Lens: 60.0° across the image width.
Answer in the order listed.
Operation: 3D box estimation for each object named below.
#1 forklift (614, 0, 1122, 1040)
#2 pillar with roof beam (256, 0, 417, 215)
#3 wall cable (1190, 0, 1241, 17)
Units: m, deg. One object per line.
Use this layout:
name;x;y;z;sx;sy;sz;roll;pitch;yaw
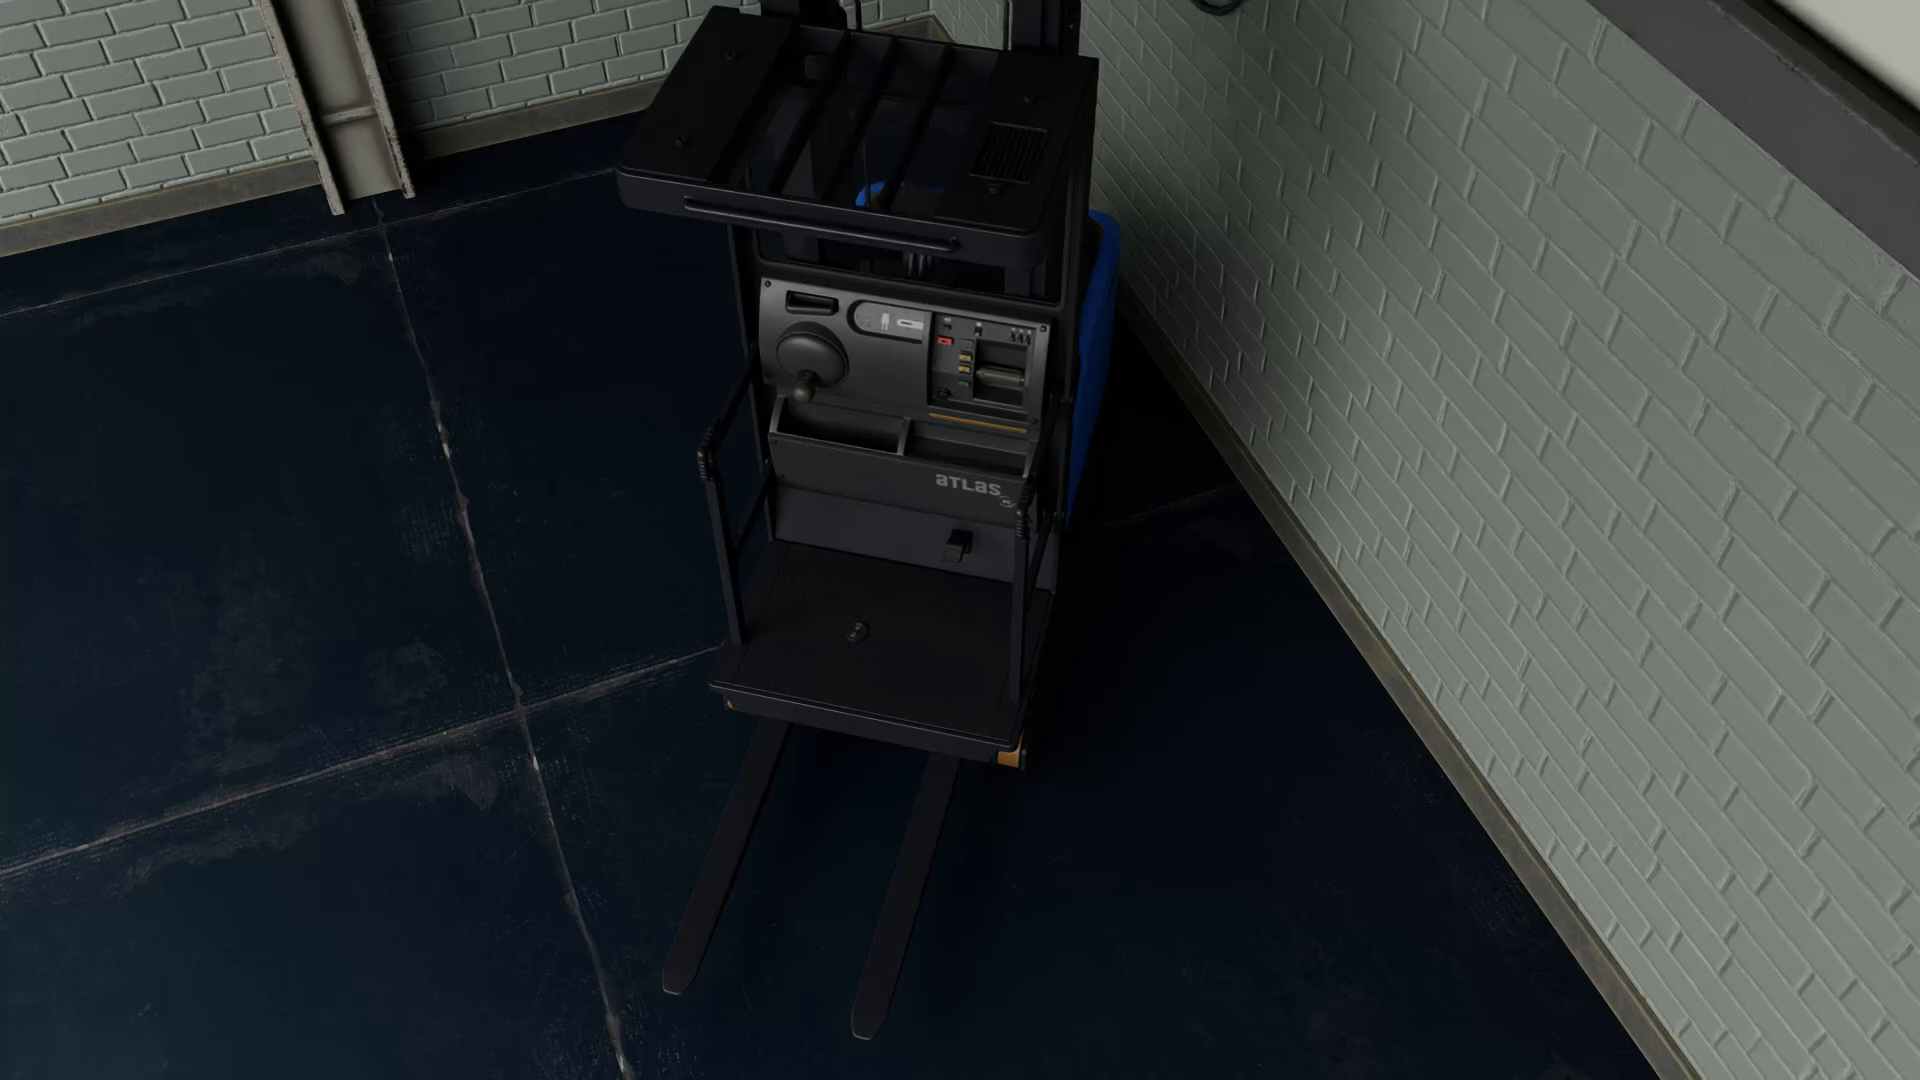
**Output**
forklift;-0.229;-0.480;5.071;1.130;2.935;3.031;11;50;9
pillar with roof beam;-1.230;-1.618;2.049;0.400;9.000;9.100;-17;52;-14
wall cable;0.369;-3.546;5.751;0.112;2.526;3.097;-17;52;-14
